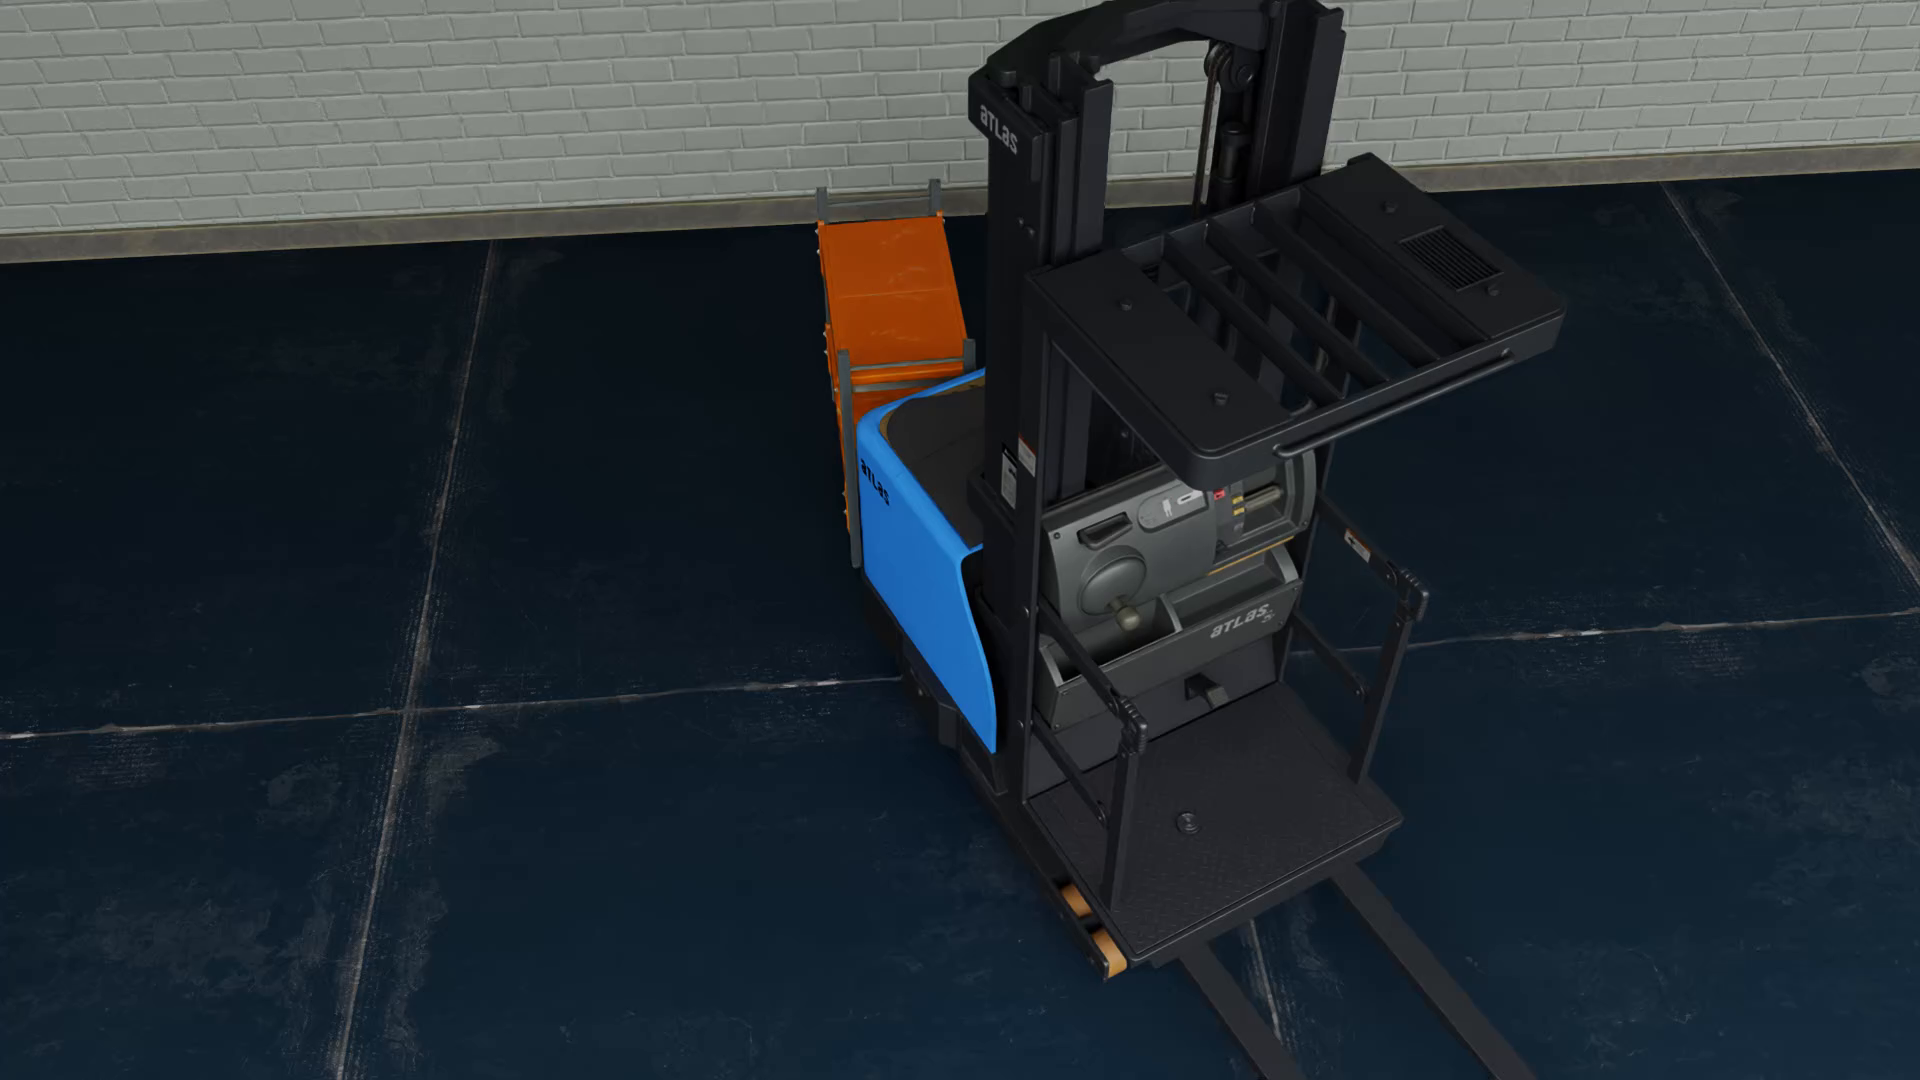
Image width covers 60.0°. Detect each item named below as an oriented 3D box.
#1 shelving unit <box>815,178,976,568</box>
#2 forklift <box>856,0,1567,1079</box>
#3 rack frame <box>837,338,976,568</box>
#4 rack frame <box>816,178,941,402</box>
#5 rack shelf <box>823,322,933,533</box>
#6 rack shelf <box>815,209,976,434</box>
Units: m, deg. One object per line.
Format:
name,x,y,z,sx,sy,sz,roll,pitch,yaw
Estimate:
shelving unit,-0.260,-0.675,6.751,0.538,1.125,1.048,-6,47,-5
forklift,0.777,0.054,4.817,1.130,2.935,3.031,-22,50,-20
rack frame,-0.193,-0.309,6.405,0.500,1.125,0.032,-6,47,-5
rack frame,-0.328,-1.041,7.098,0.500,1.125,0.032,-6,47,-5
rack shelf,-0.260,-0.507,6.929,0.538,0.278,1.000,-6,47,-5
rack shelf,-0.260,-0.877,6.539,0.538,0.278,1.000,-6,47,-5
